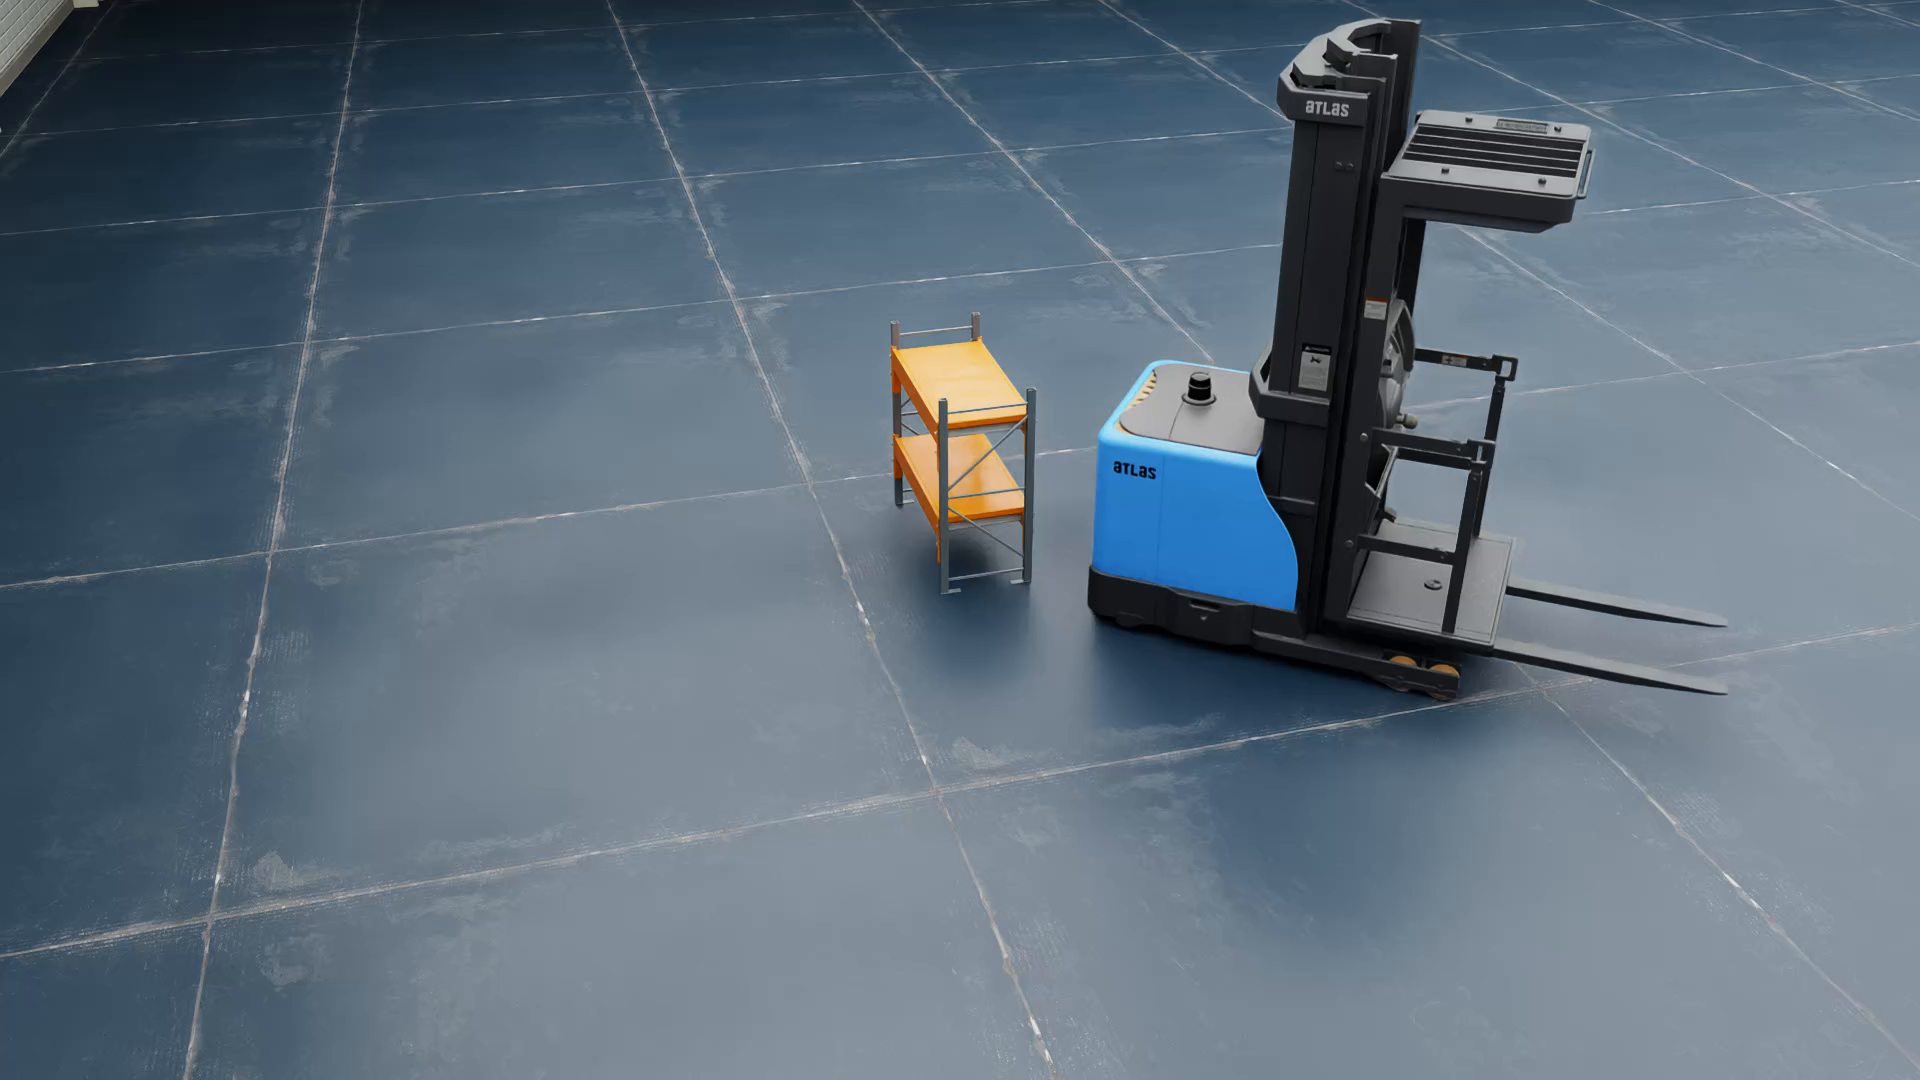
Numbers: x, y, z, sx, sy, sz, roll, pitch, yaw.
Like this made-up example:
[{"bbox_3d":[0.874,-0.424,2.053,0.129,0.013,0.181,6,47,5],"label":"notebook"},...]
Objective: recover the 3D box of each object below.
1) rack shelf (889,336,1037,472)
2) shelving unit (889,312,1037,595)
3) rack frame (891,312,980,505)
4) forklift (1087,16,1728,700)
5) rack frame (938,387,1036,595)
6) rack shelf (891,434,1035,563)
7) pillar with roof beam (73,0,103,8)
[{"bbox_3d":[0.002,-0.737,8.816,0.538,0.278,1.000,-8,31,-13],"label":"rack shelf"},{"bbox_3d":[0.002,-0.484,8.963,0.538,1.125,1.048,-8,31,-13],"label":"shelving unit"},{"bbox_3d":[-0.133,-0.729,9.387,0.500,1.125,0.032,-8,31,-13],"label":"rack frame"},{"bbox_3d":[2.224,-0.809,7.722,3.031,2.935,1.130,11,32,19],"label":"forklift"},{"bbox_3d":[0.137,-0.238,8.538,0.500,1.125,0.032,-8,31,-13],"label":"rack frame"},{"bbox_3d":[0.002,-0.272,9.085,0.538,0.278,1.000,-8,31,-13],"label":"rack shelf"},{"bbox_3d":[-6.811,-11.205,19.626,9.100,9.000,0.400,-8,31,-13],"label":"pillar with roof beam"}]
